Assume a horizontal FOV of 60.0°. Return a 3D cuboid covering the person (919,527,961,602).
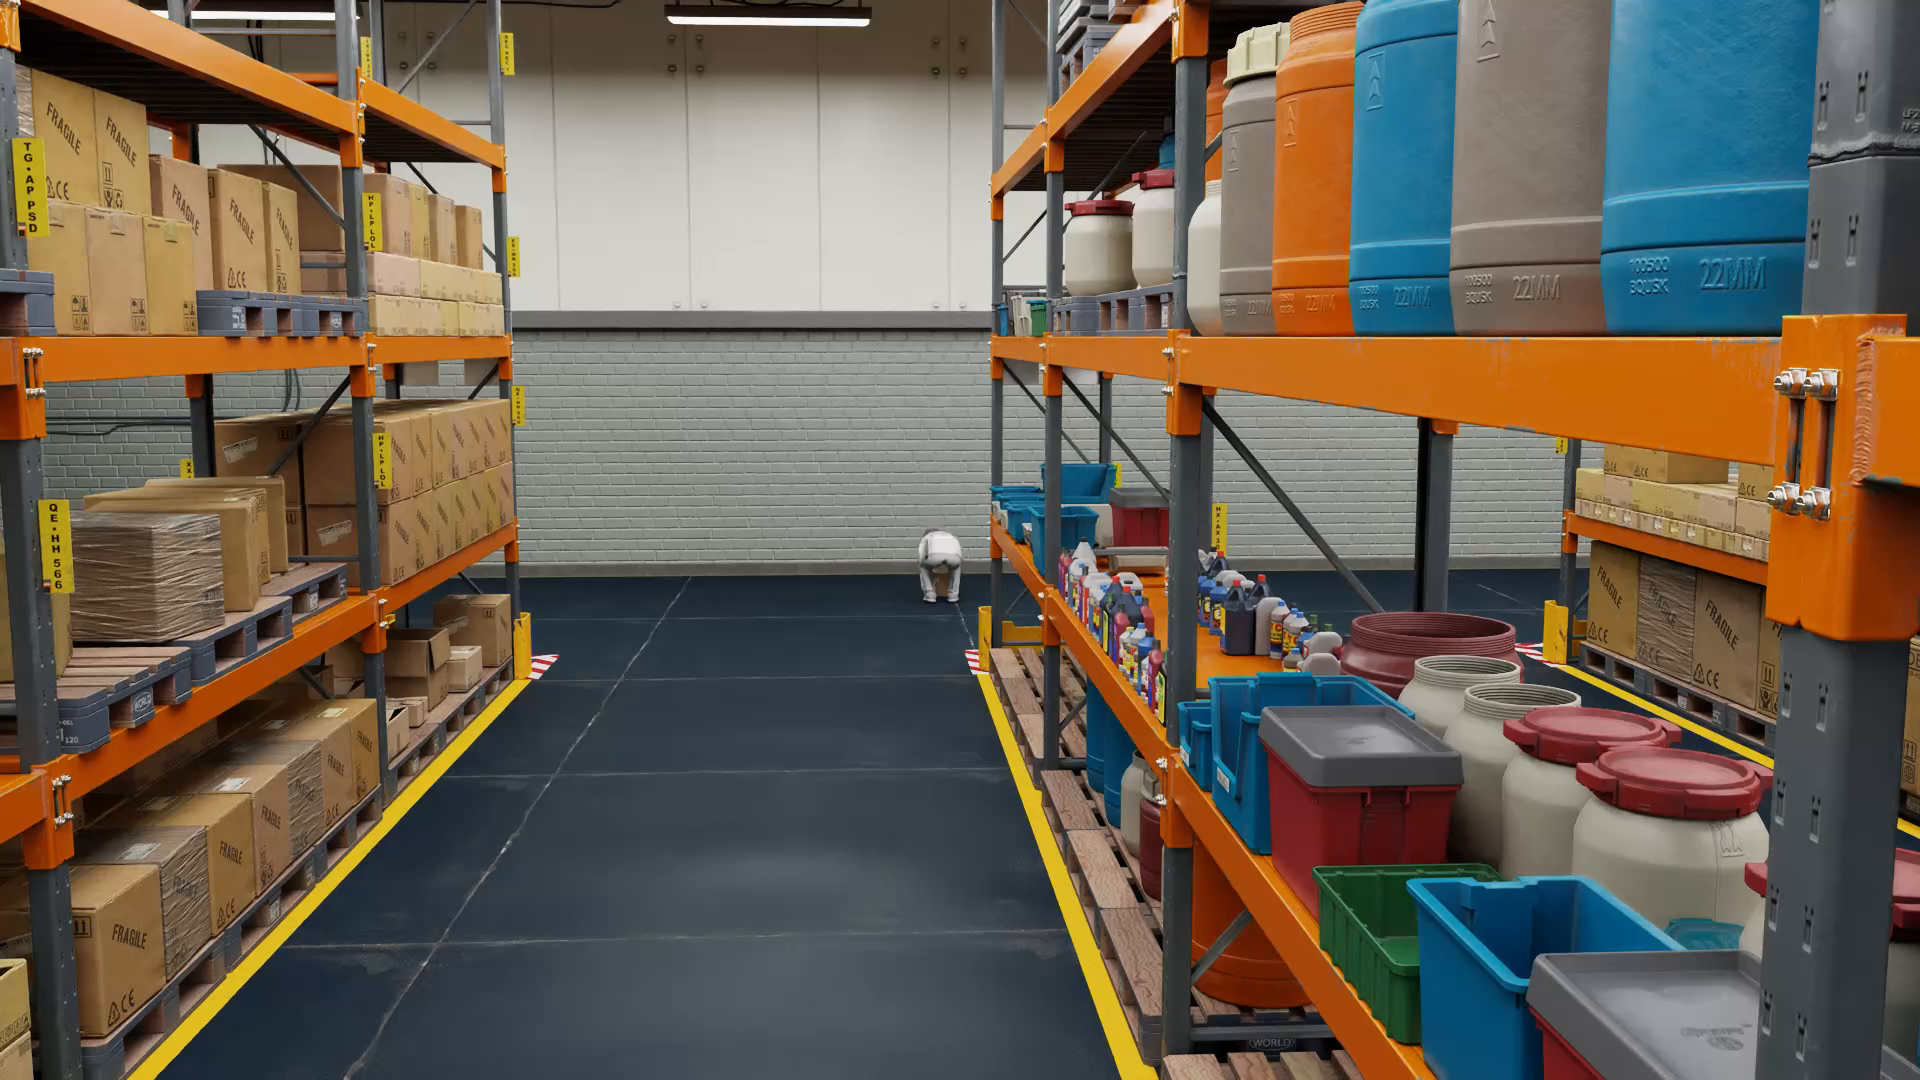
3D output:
[{"bbox_3d":[-0.213,0.274,17.852,0.455,0.763,0.915,-1,7,-5],"label":"person"}]
